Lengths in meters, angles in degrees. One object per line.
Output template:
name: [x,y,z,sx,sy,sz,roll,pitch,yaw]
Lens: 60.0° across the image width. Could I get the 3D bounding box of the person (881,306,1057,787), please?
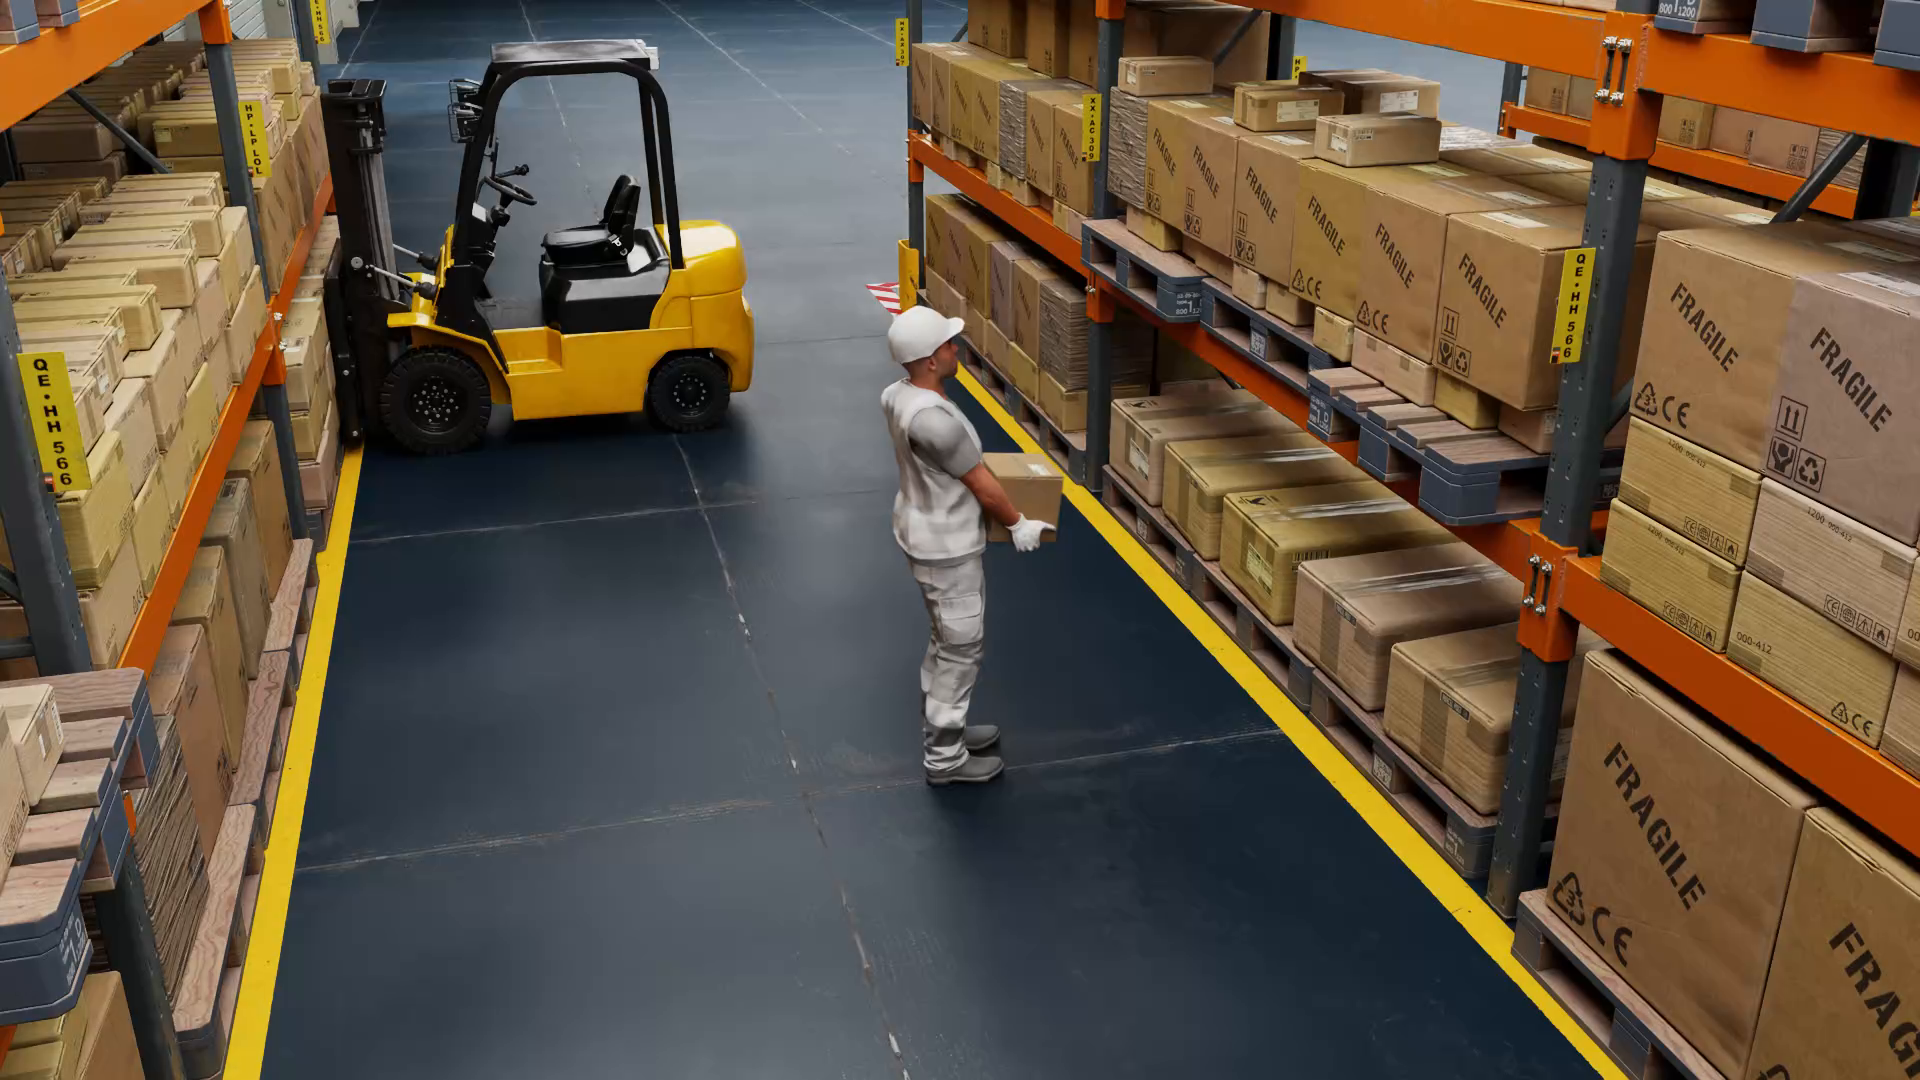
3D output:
person: [0.031,0.014,6.038,0.573,1.782,0.494,-6,23,-14]
